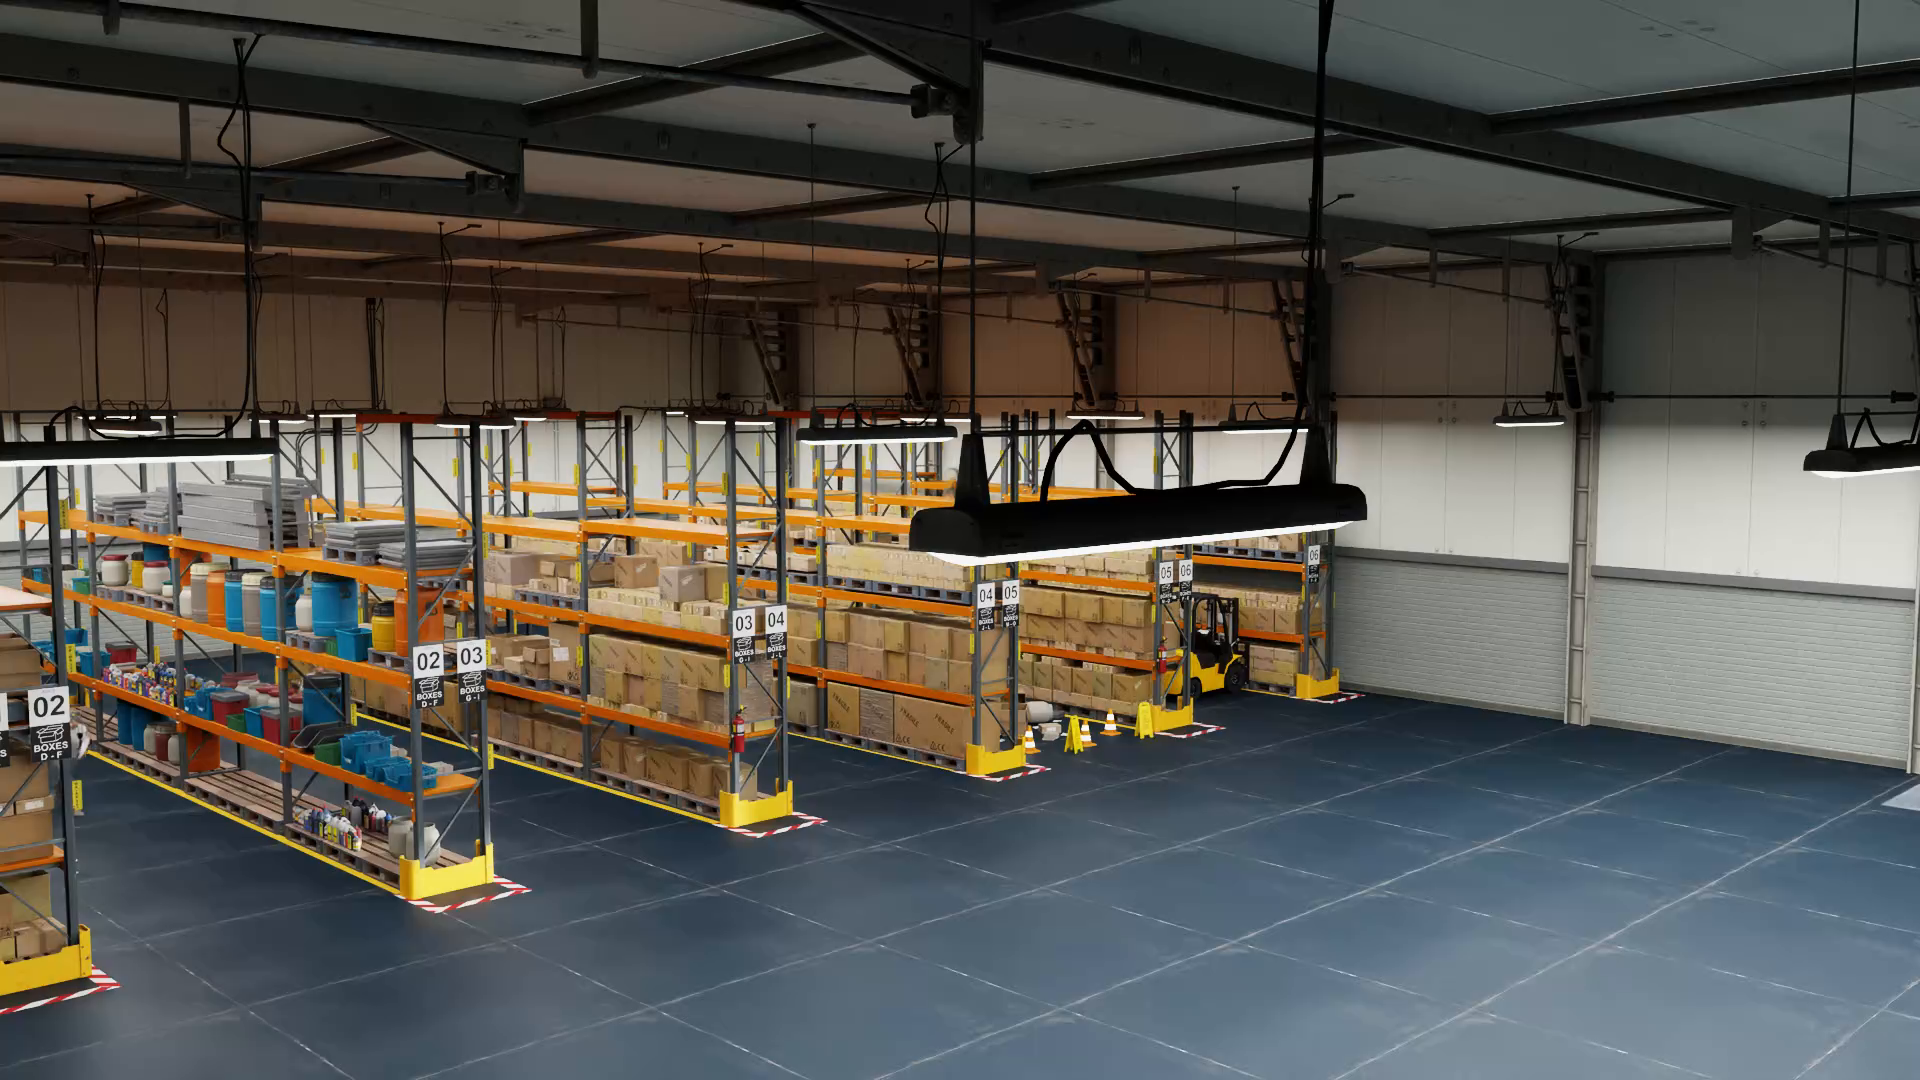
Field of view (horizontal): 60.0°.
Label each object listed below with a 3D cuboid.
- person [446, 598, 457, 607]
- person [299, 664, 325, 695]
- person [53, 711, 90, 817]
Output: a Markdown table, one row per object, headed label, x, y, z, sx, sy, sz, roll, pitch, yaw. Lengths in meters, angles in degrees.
| label | x | y | z | sx | sy | sz | roll | pitch | yaw |
| --- | --- | --- | --- | --- | --- | --- | --- | --- | --- |
| person | -11.765 | 2.149 | 38.312 | 0.762 | 1.783 | 0.685 | -1 | 5 | -11 |
| person | -11.291 | 2.934 | 29.274 | 0.632 | 1.749 | 0.664 | 3 | 6 | 31 |
| person | -13.623 | 3.365 | 25.290 | 0.979 | 1.628 | 0.655 | 5 | 7 | 44 |
